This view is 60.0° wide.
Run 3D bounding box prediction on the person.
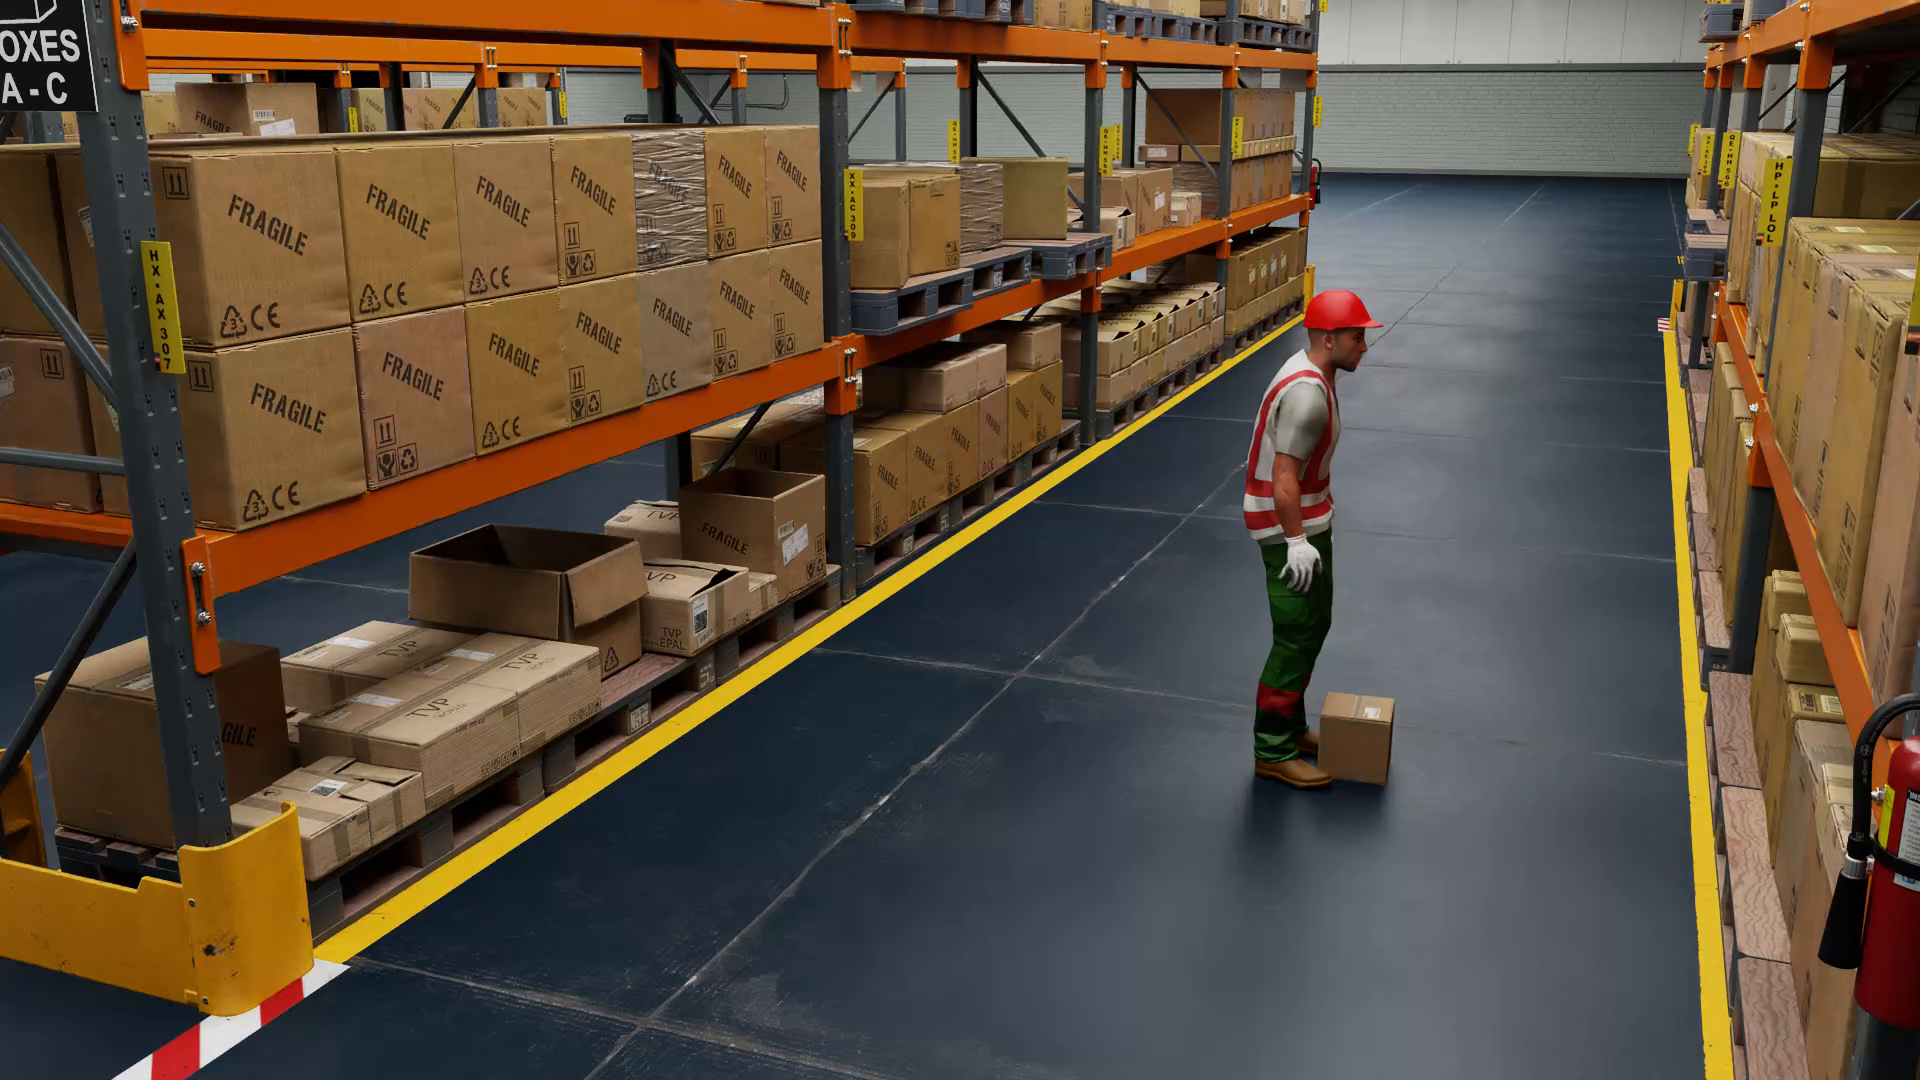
[{"bbox_3d":[1.266,-0.022,6.078,0.452,1.777,0.610,5,16,18],"label":"person"}]
